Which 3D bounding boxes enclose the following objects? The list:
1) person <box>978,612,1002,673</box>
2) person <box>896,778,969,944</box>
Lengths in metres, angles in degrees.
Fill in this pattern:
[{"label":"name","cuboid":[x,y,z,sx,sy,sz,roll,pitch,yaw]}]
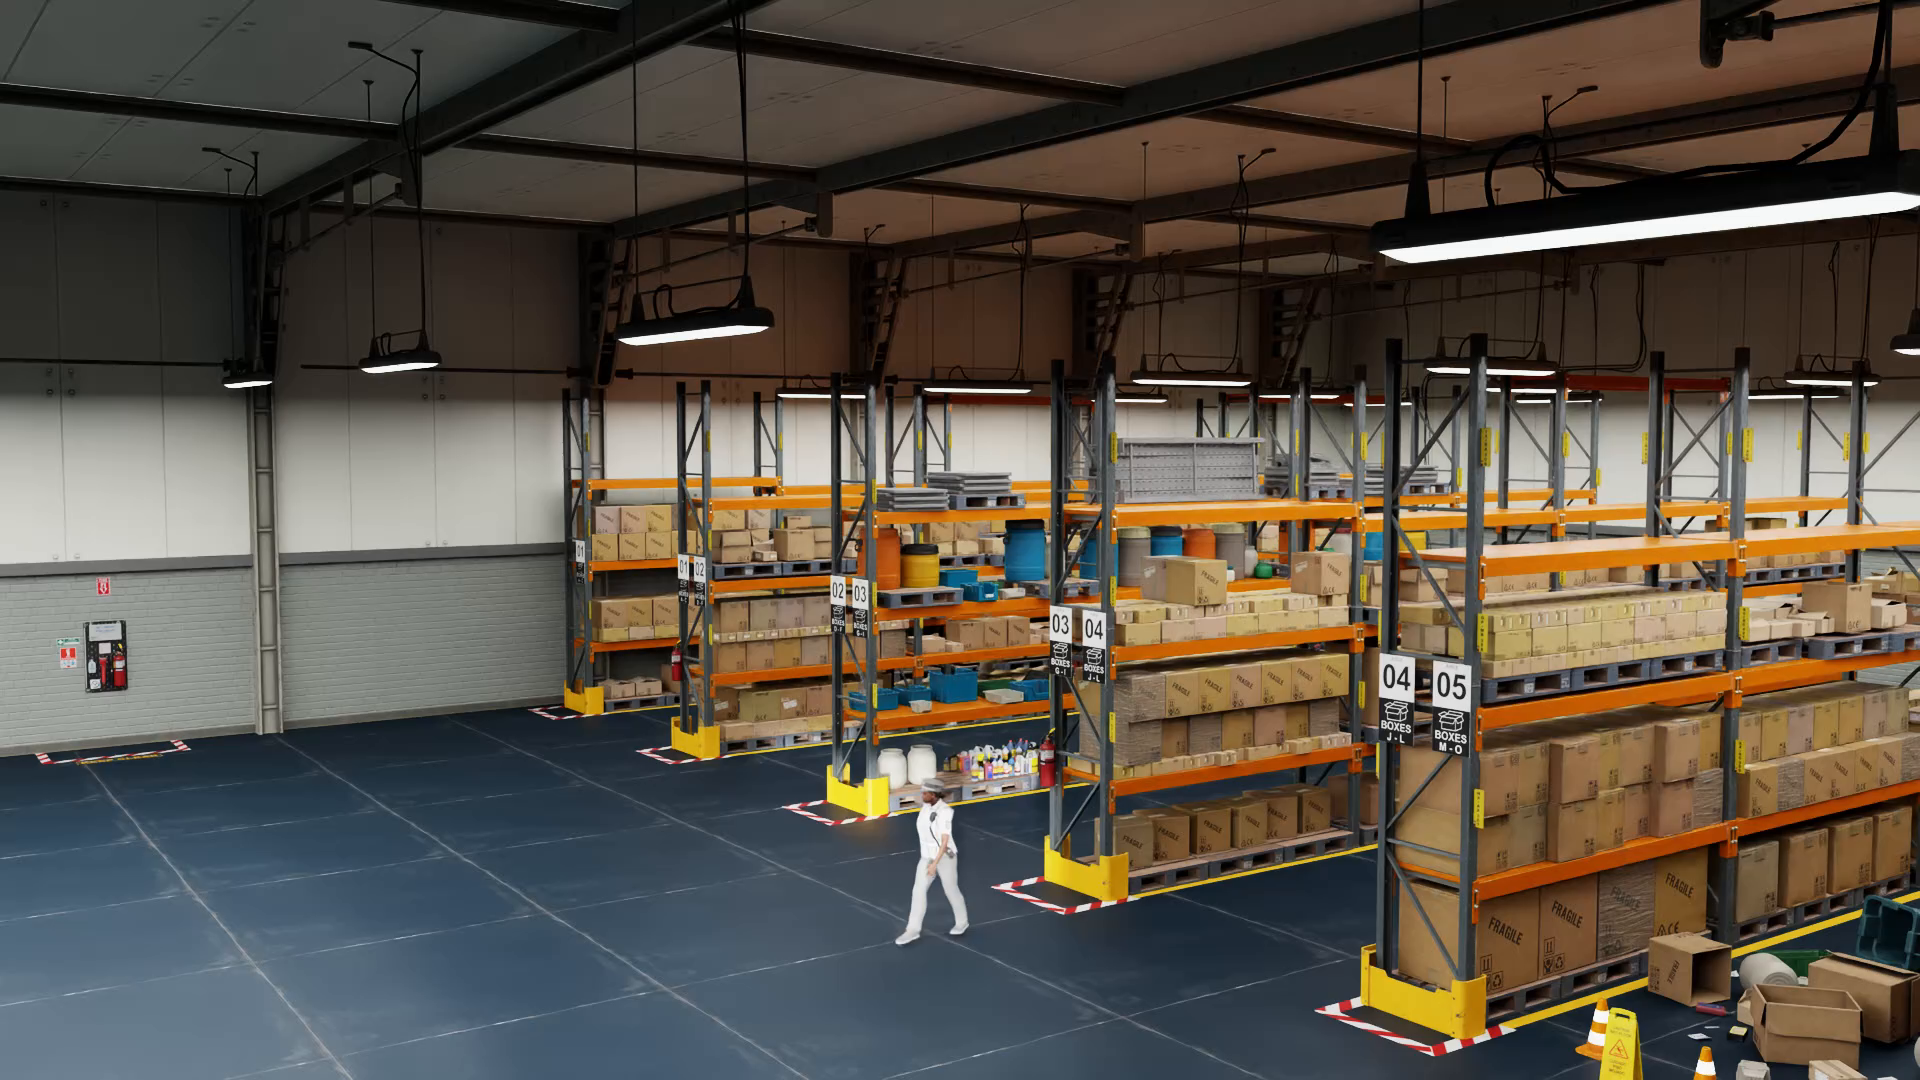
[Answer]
[{"label":"person","cuboid":[0.471,2.214,32.614,1.077,1.654,0.552,-2,4,-32]},{"label":"person","cuboid":[-0.285,3.239,16.917,0.474,1.634,0.928,3,5,44]}]
